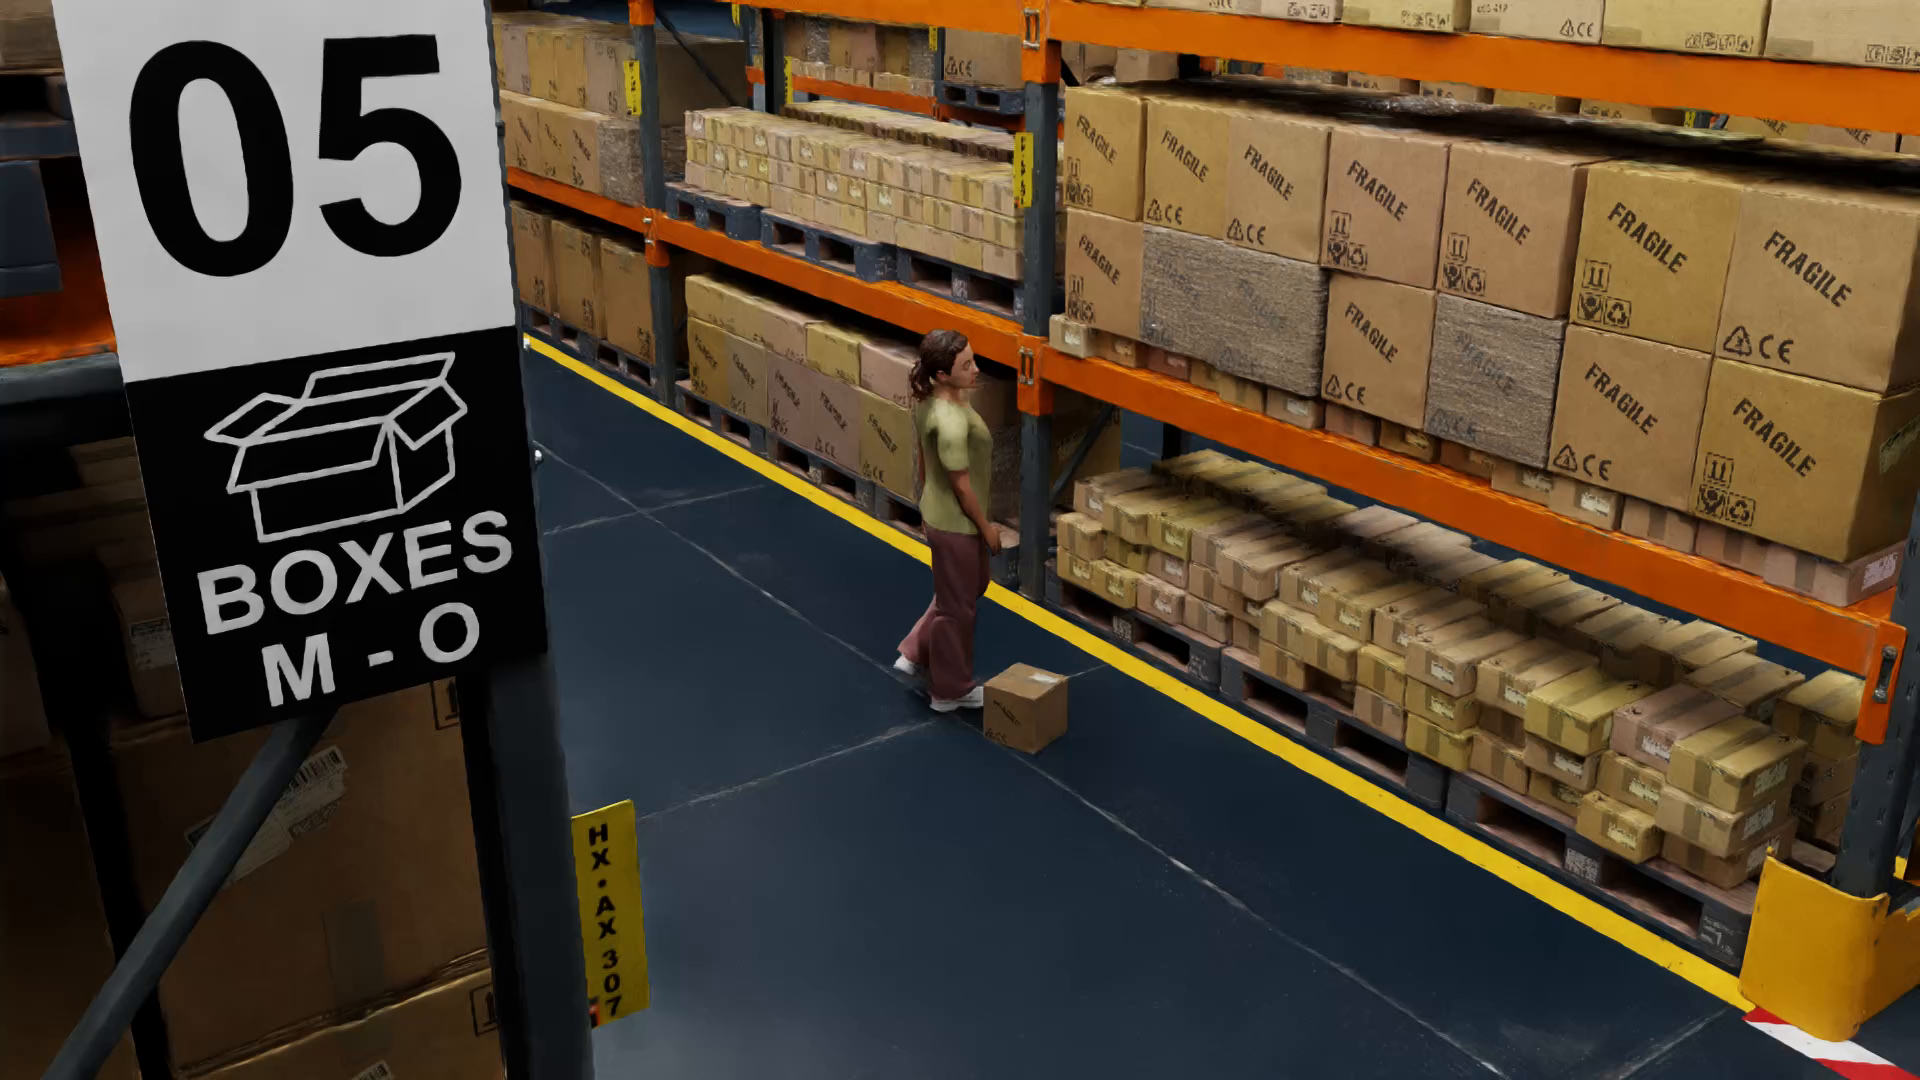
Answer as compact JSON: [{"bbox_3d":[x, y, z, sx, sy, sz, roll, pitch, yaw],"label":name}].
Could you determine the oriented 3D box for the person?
[{"bbox_3d":[-0.043,-0.060,6.737,0.446,1.651,0.528,-5,22,-12],"label":"person"}]
